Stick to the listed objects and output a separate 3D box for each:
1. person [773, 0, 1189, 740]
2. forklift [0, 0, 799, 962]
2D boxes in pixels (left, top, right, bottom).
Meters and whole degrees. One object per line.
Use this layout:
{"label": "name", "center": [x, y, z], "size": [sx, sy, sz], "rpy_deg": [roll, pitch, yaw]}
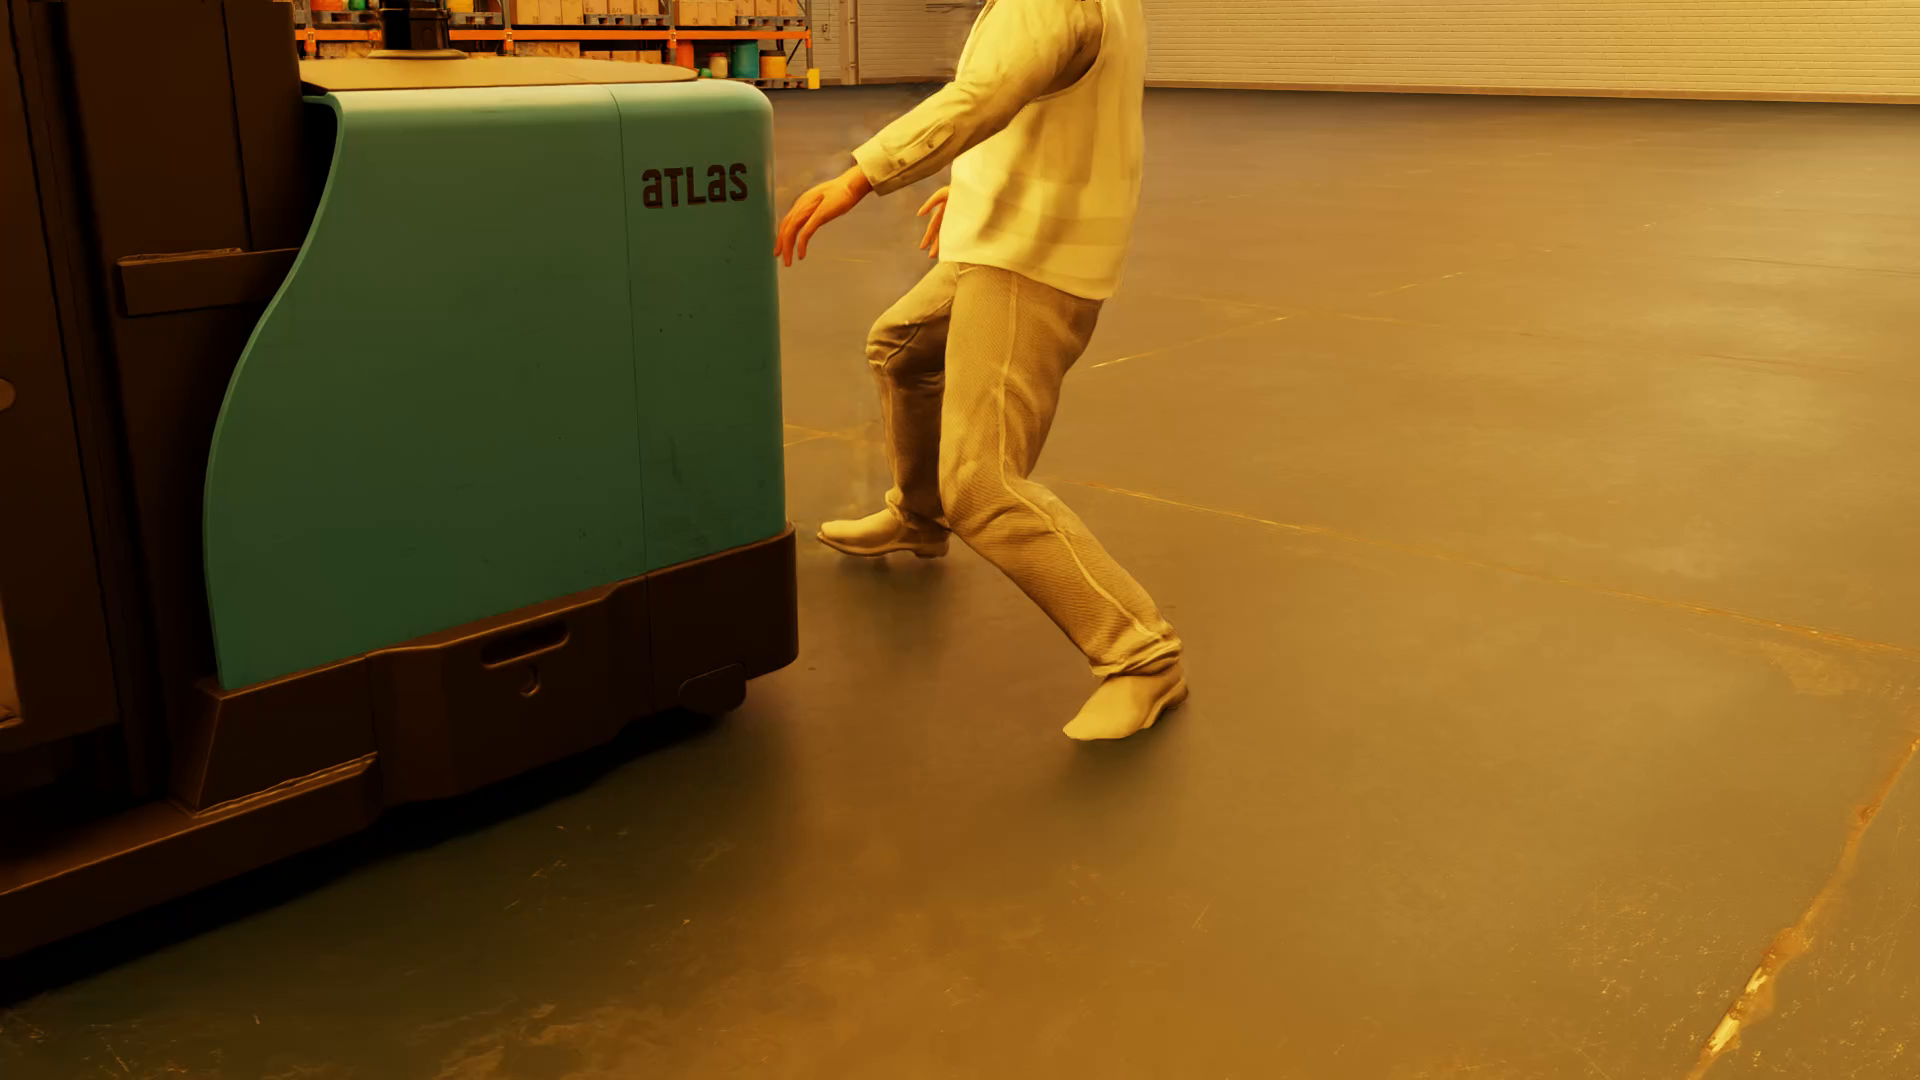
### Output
{"label": "person", "center": [0.035, -0.557, 3.105], "size": [0.888, 1.632, 0.979], "rpy_deg": [4, 17, 12]}
{"label": "forklift", "center": [-1.657, -0.905, 1.879], "size": [1.130, 2.935, 3.031], "rpy_deg": [15, 22, 40]}
